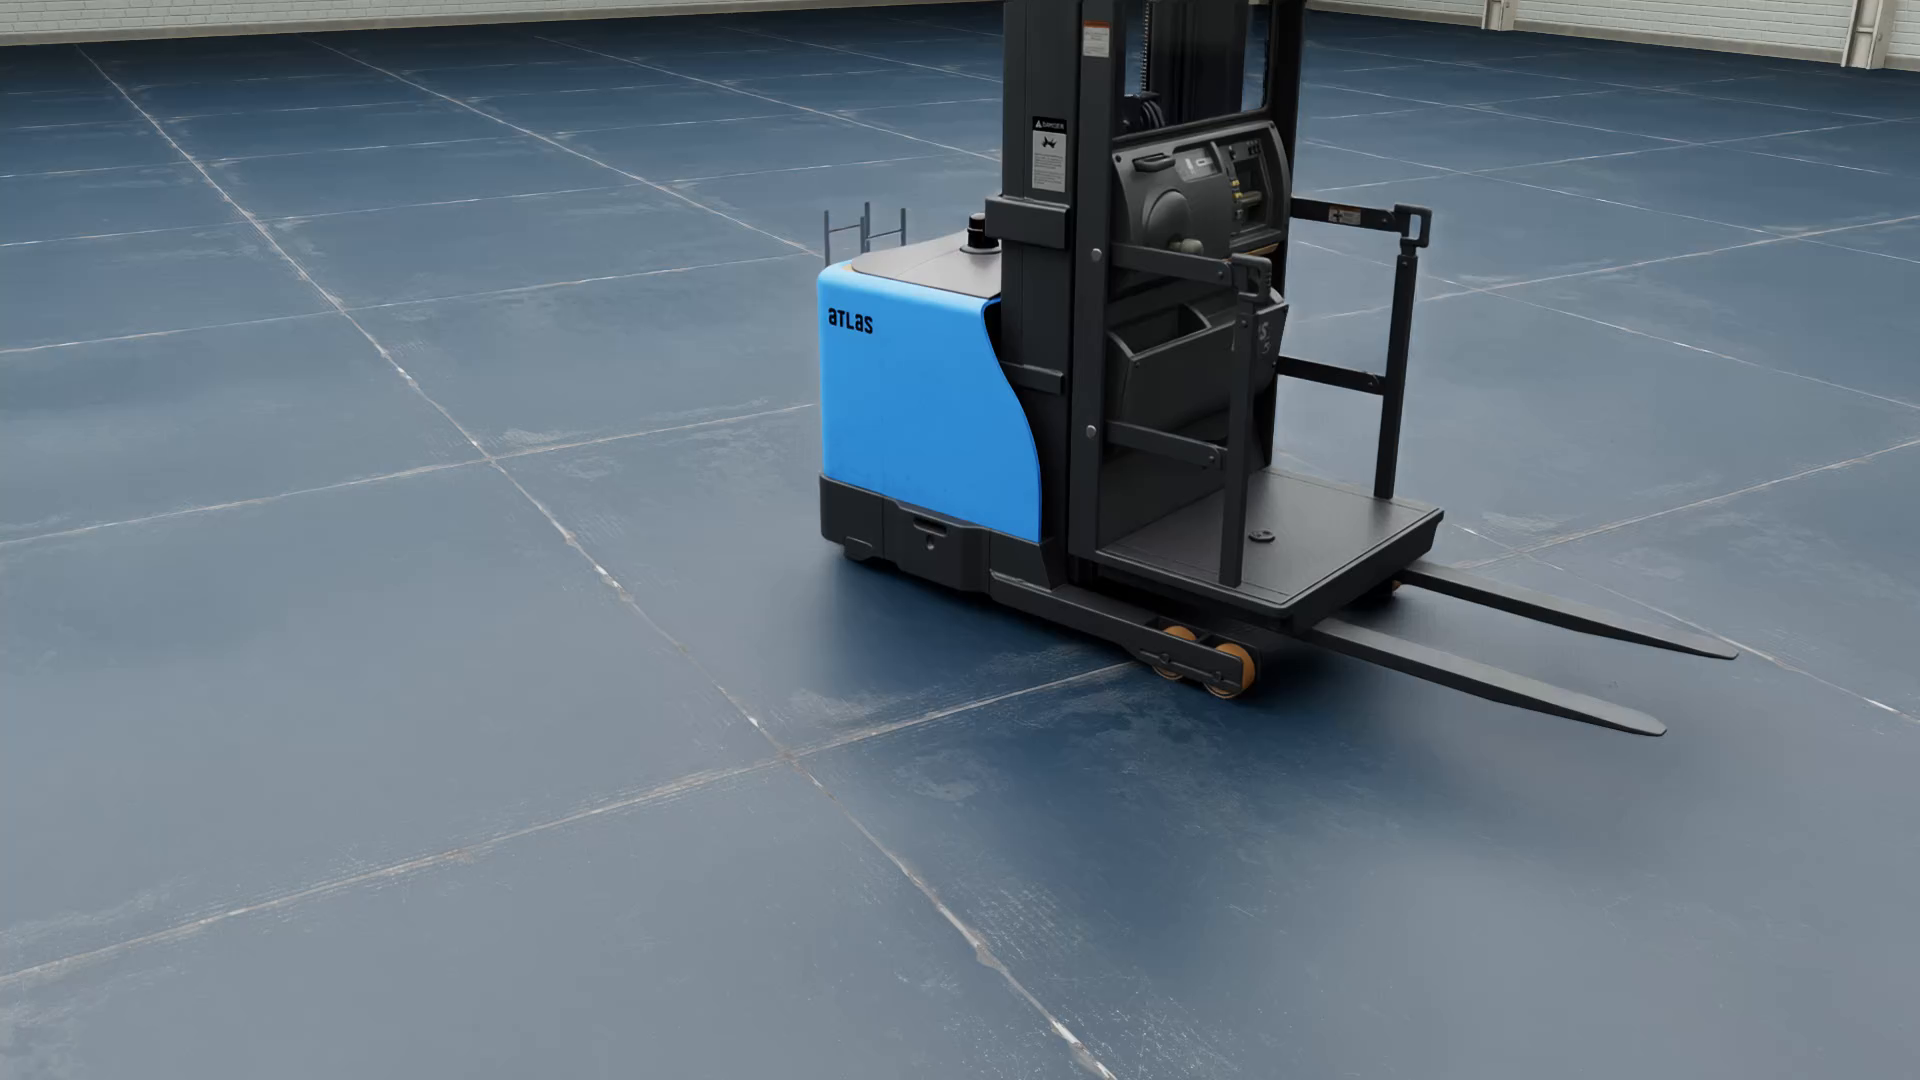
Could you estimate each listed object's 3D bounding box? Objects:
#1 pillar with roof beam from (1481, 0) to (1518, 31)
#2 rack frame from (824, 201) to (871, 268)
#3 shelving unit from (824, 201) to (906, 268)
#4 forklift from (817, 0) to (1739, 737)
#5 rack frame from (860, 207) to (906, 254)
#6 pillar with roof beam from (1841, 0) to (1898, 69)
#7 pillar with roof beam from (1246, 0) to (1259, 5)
[{"bbox_3d":[4.642,-11.262,22.069,9.100,9.000,0.400,-13,25,-28],"label":"pillar with roof beam"},{"bbox_3d":[-0.420,-0.685,6.404,0.006,1.200,0.240,18,28,37],"label":"rack frame"},{"bbox_3d":[-0.351,-0.663,6.349,0.189,1.200,0.258,18,28,37],"label":"shelving unit"},{"bbox_3d":[0.933,-1.095,5.113,3.031,2.935,1.130,18,28,37],"label":"forklift"},{"bbox_3d":[-0.281,-0.641,6.295,0.006,1.200,0.240,18,28,37],"label":"rack frame"},{"bbox_3d":[7.706,-9.320,17.291,9.100,9.000,0.400,-13,25,-28],"label":"pillar with roof beam"},{"bbox_3d":[1.577,-13.205,26.848,9.100,9.000,0.400,-13,25,-28],"label":"pillar with roof beam"}]
